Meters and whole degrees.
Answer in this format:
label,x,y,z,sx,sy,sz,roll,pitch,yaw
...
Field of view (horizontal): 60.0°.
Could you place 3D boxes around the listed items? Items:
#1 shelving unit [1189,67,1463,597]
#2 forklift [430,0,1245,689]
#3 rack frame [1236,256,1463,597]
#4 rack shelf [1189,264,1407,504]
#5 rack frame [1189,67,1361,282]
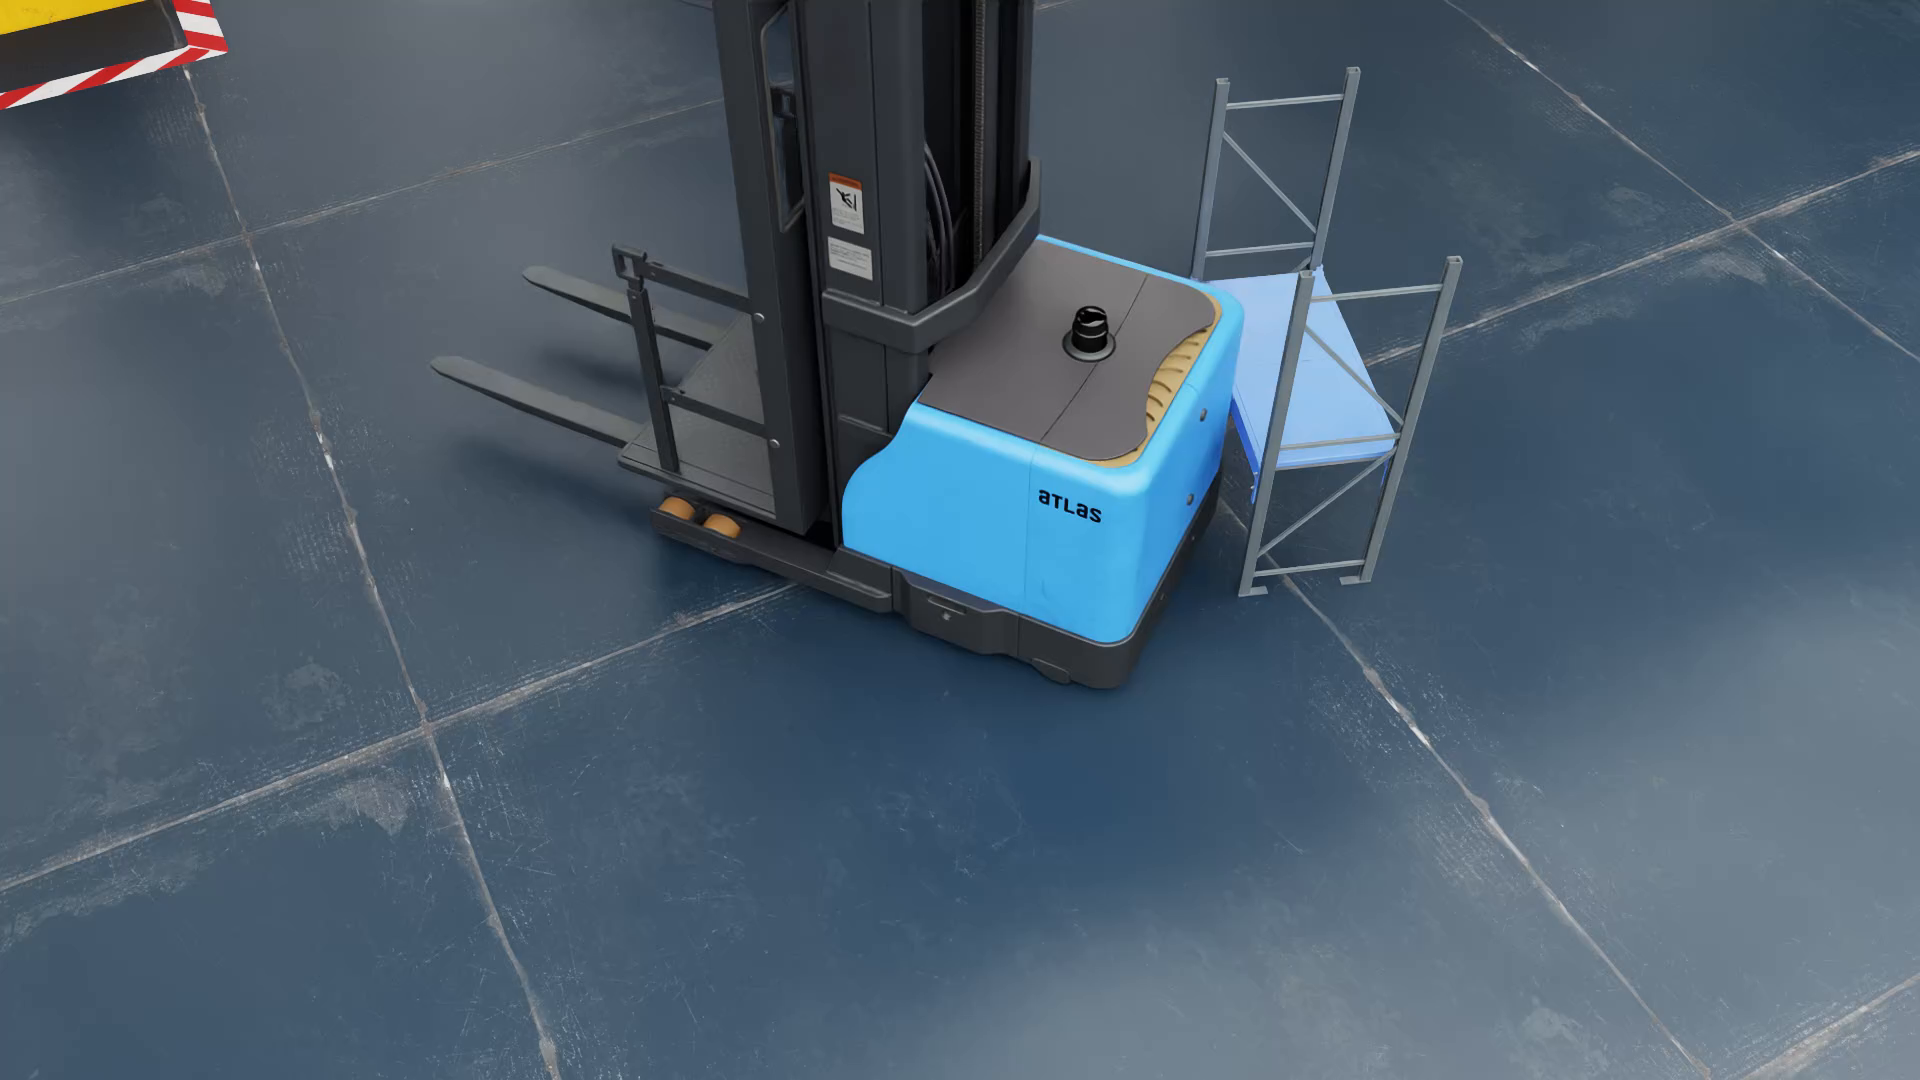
label,x,y,z,sx,sy,sz,roll,pitch,yaw
shelving unit,1.187,-0.702,5.868,0.538,1.500,1.048,-6,49,-5
forklift,-0.588,-1.235,5.383,3.031,2.935,1.130,20,52,17
rack frame,1.260,-0.324,5.537,0.500,1.500,0.032,-6,49,-5
rack shelf,1.186,-0.584,6.003,0.538,0.185,1.000,-6,49,-5
rack frame,1.113,-1.081,6.199,0.500,1.500,0.032,-6,49,-5
